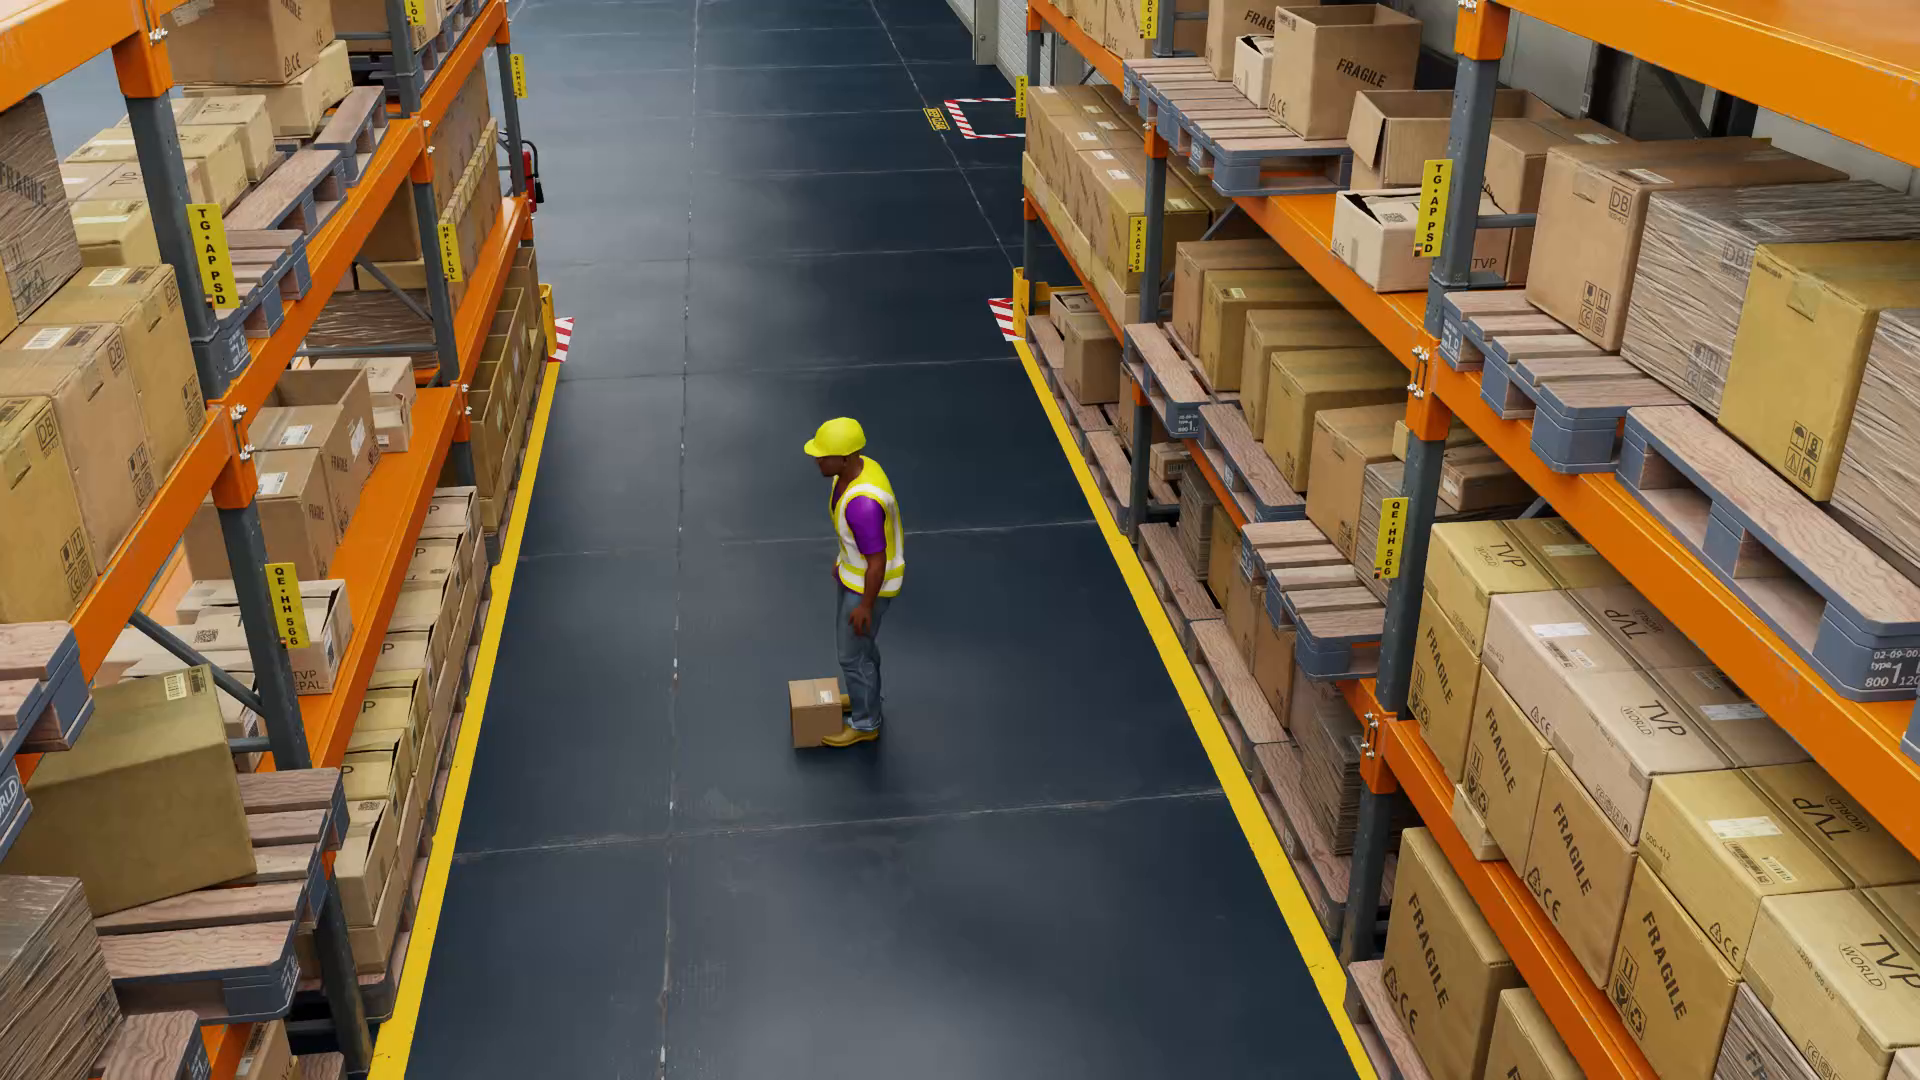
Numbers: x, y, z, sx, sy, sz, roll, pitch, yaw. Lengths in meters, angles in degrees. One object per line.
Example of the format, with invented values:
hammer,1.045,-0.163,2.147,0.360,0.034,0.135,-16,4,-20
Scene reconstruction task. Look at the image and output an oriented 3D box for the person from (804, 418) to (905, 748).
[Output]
person,-0.511,0.201,8.207,0.458,1.756,0.634,-5,27,-10
